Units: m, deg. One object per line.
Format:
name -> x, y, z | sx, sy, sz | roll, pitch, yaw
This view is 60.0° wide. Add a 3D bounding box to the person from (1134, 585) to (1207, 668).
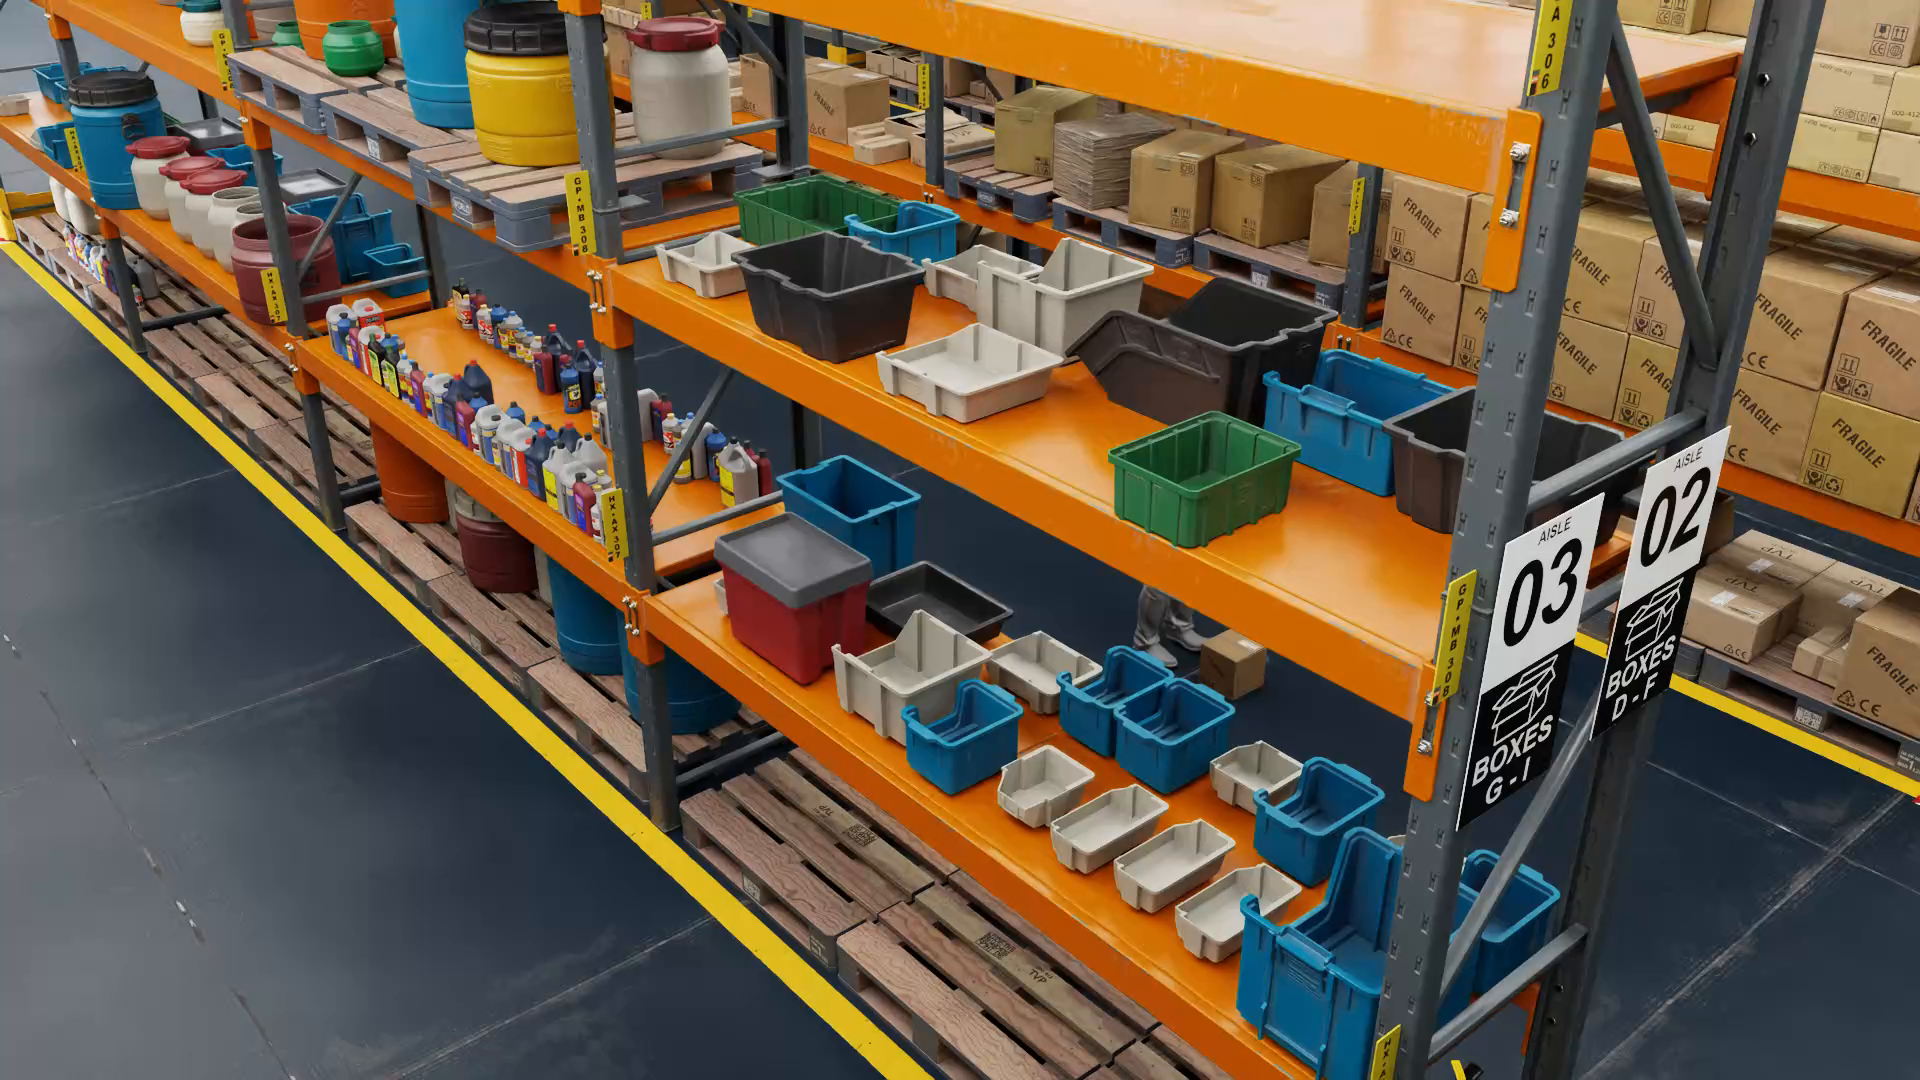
person -> 1.189, -0.168, 8.919 | 0.566, 1.761, 0.368 | -21, 34, -34
